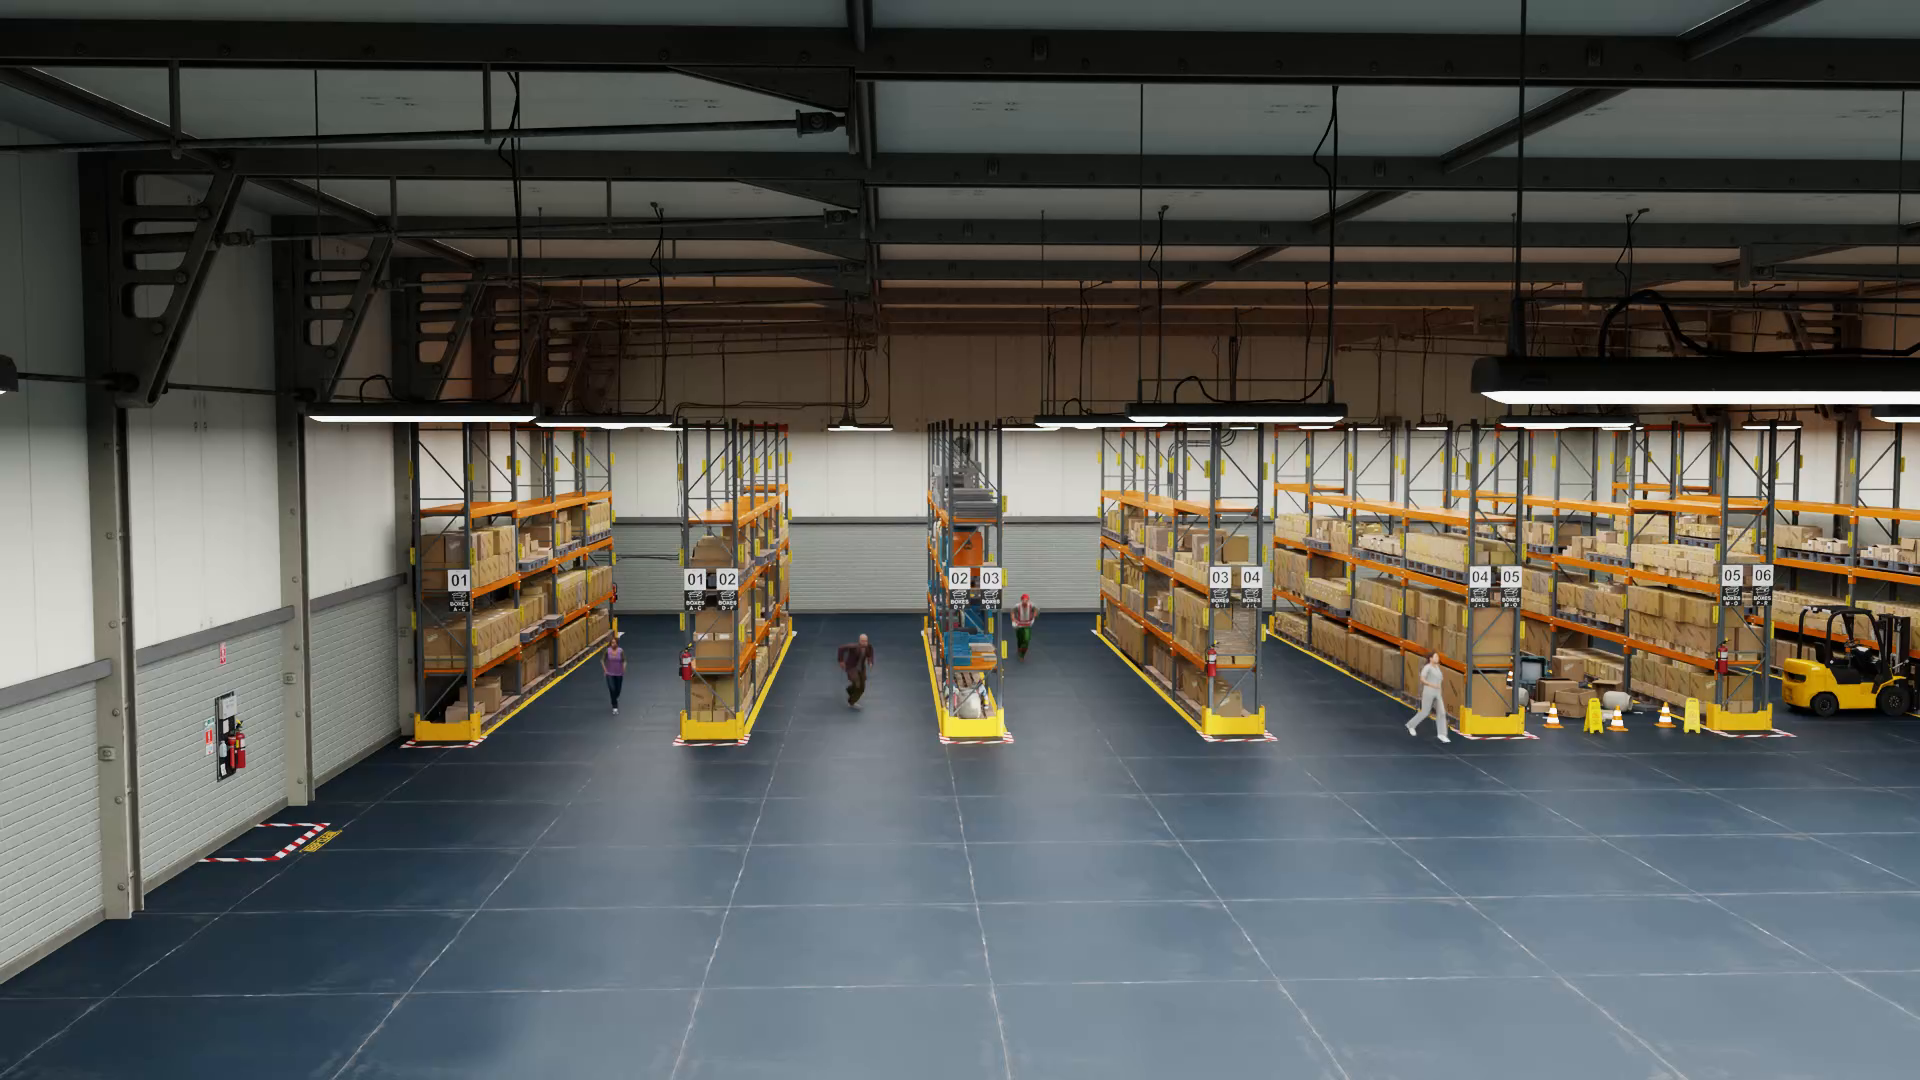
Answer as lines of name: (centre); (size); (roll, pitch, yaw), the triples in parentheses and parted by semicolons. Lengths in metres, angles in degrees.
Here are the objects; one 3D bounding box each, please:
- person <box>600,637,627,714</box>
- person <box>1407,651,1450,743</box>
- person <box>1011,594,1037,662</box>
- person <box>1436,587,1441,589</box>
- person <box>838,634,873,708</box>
person: (-7.119, 2.763, 34.174); (0.526, 1.570, 0.744); (-1, 4, -17)
person: (8.808, 2.891, 31.015); (0.607, 1.666, 0.975); (-3, 4, -35)
person: (1.606, 2.197, 42.045); (0.659, 1.723, 0.923); (-1, 4, -9)
person: (14.235, 1.706, 49.324); (0.573, 1.702, 0.765); (1, 4, 17)
person: (-2.154, 2.724, 34.476); (0.736, 1.597, 0.868); (-2, 4, -32)
